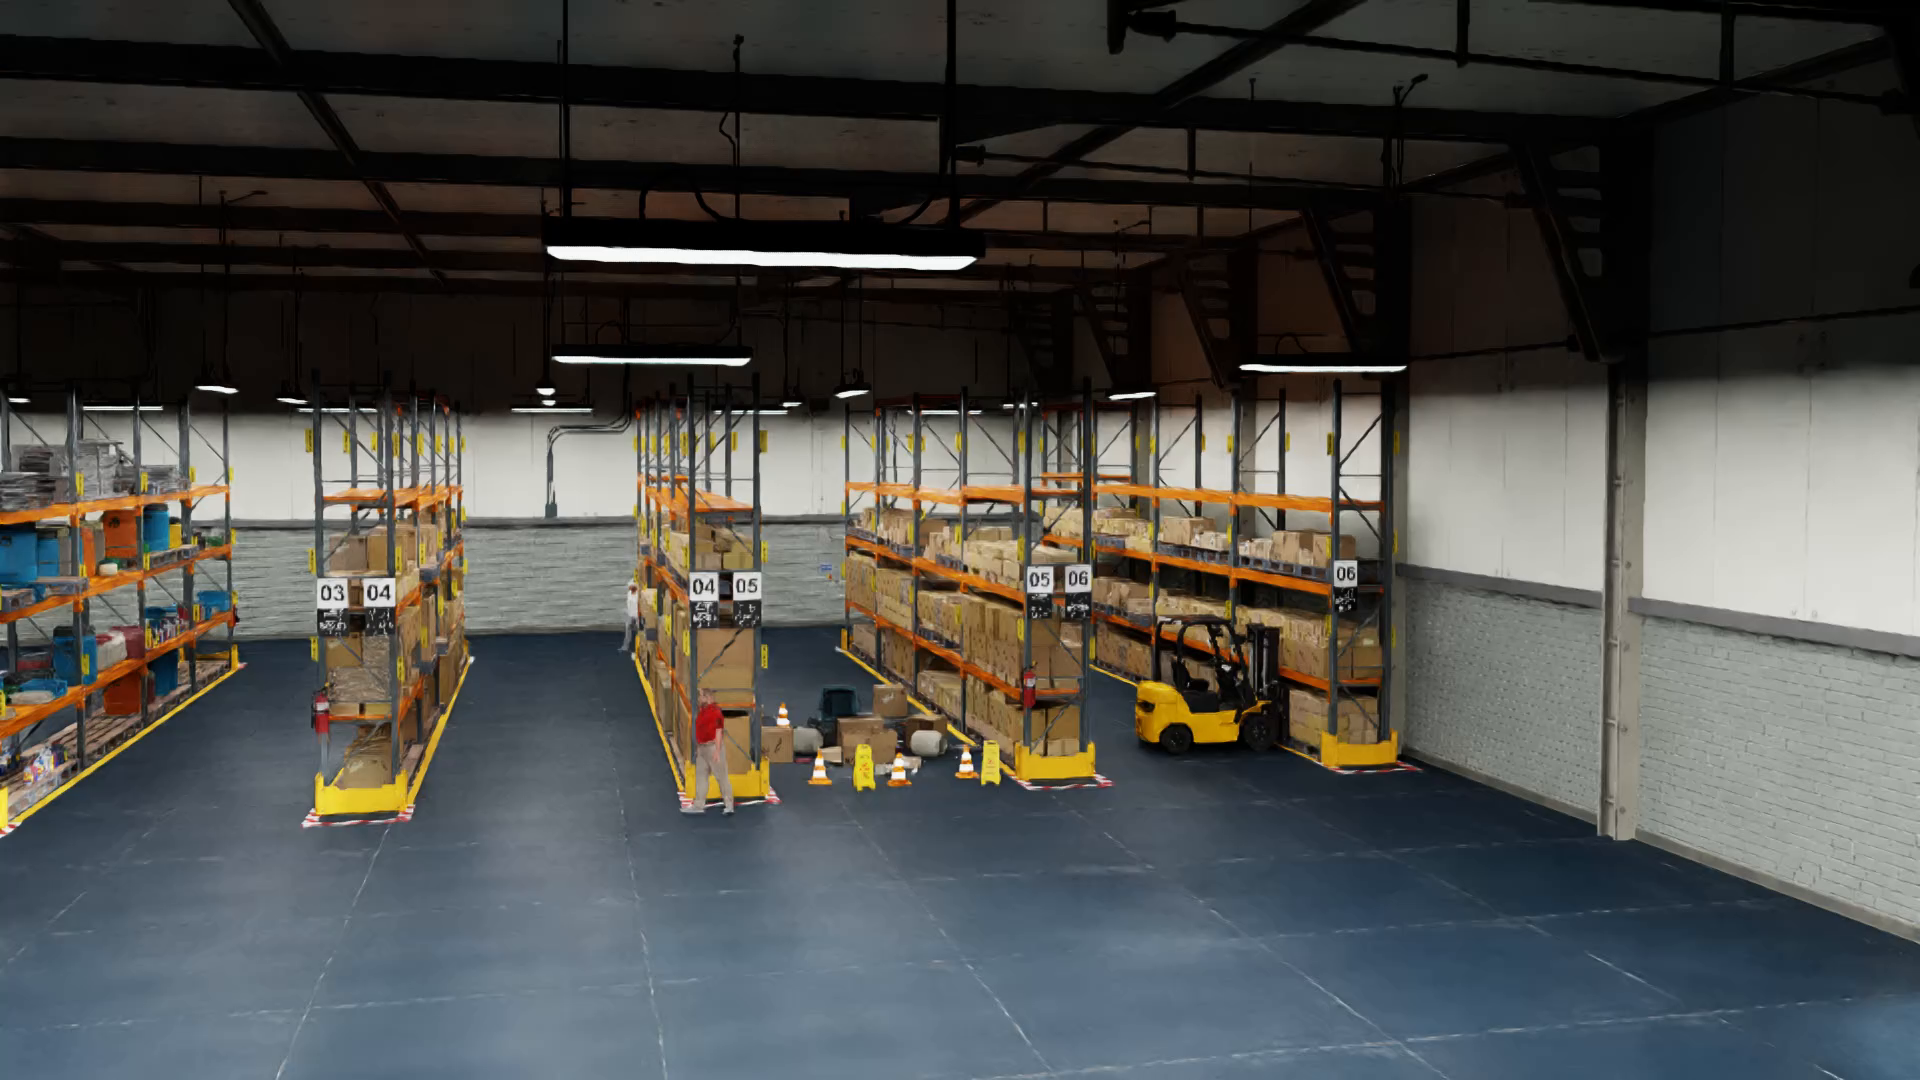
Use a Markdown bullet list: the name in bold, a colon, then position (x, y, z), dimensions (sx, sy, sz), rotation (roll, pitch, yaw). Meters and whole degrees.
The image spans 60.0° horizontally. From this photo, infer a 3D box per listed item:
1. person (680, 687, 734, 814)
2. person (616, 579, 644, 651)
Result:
- **person**: position (-3.406, 2.841, 22.490), dimensions (0.636, 1.716, 0.674), rotation (-2, 4, -37)
- **person**: position (-7.856, 1.809, 40.091), dimensions (0.612, 1.747, 0.733), rotation (2, 4, 33)
